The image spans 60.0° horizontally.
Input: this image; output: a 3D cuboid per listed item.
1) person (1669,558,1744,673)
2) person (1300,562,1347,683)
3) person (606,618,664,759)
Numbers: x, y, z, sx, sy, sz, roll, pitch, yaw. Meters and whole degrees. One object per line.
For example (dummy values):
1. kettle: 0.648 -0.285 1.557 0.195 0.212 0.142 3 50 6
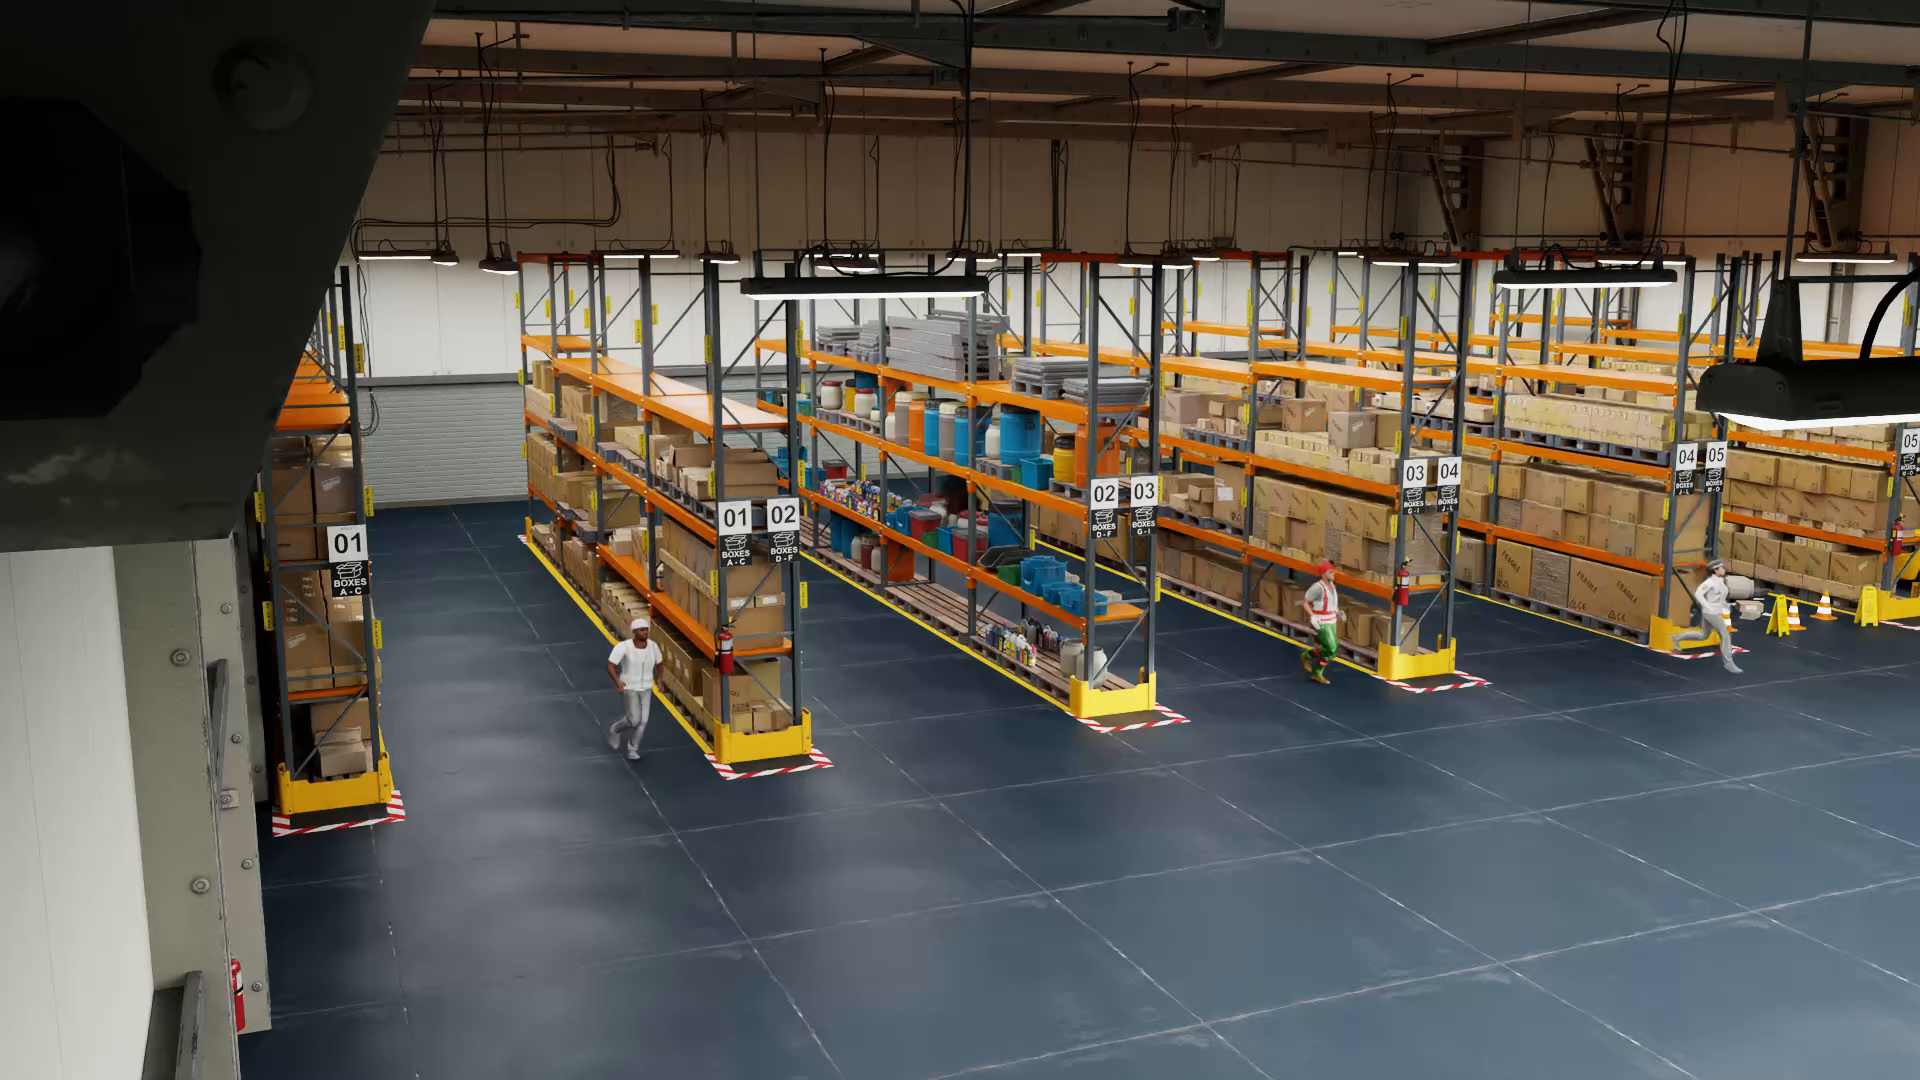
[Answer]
1. person: 11.073 1.091 24.558 1.041 1.694 0.581 5 12 27
2. person: 5.214 1.180 23.827 0.584 1.743 0.646 10 14 43
3. person: -3.960 1.803 20.444 0.723 1.721 0.577 -9 13 -39
